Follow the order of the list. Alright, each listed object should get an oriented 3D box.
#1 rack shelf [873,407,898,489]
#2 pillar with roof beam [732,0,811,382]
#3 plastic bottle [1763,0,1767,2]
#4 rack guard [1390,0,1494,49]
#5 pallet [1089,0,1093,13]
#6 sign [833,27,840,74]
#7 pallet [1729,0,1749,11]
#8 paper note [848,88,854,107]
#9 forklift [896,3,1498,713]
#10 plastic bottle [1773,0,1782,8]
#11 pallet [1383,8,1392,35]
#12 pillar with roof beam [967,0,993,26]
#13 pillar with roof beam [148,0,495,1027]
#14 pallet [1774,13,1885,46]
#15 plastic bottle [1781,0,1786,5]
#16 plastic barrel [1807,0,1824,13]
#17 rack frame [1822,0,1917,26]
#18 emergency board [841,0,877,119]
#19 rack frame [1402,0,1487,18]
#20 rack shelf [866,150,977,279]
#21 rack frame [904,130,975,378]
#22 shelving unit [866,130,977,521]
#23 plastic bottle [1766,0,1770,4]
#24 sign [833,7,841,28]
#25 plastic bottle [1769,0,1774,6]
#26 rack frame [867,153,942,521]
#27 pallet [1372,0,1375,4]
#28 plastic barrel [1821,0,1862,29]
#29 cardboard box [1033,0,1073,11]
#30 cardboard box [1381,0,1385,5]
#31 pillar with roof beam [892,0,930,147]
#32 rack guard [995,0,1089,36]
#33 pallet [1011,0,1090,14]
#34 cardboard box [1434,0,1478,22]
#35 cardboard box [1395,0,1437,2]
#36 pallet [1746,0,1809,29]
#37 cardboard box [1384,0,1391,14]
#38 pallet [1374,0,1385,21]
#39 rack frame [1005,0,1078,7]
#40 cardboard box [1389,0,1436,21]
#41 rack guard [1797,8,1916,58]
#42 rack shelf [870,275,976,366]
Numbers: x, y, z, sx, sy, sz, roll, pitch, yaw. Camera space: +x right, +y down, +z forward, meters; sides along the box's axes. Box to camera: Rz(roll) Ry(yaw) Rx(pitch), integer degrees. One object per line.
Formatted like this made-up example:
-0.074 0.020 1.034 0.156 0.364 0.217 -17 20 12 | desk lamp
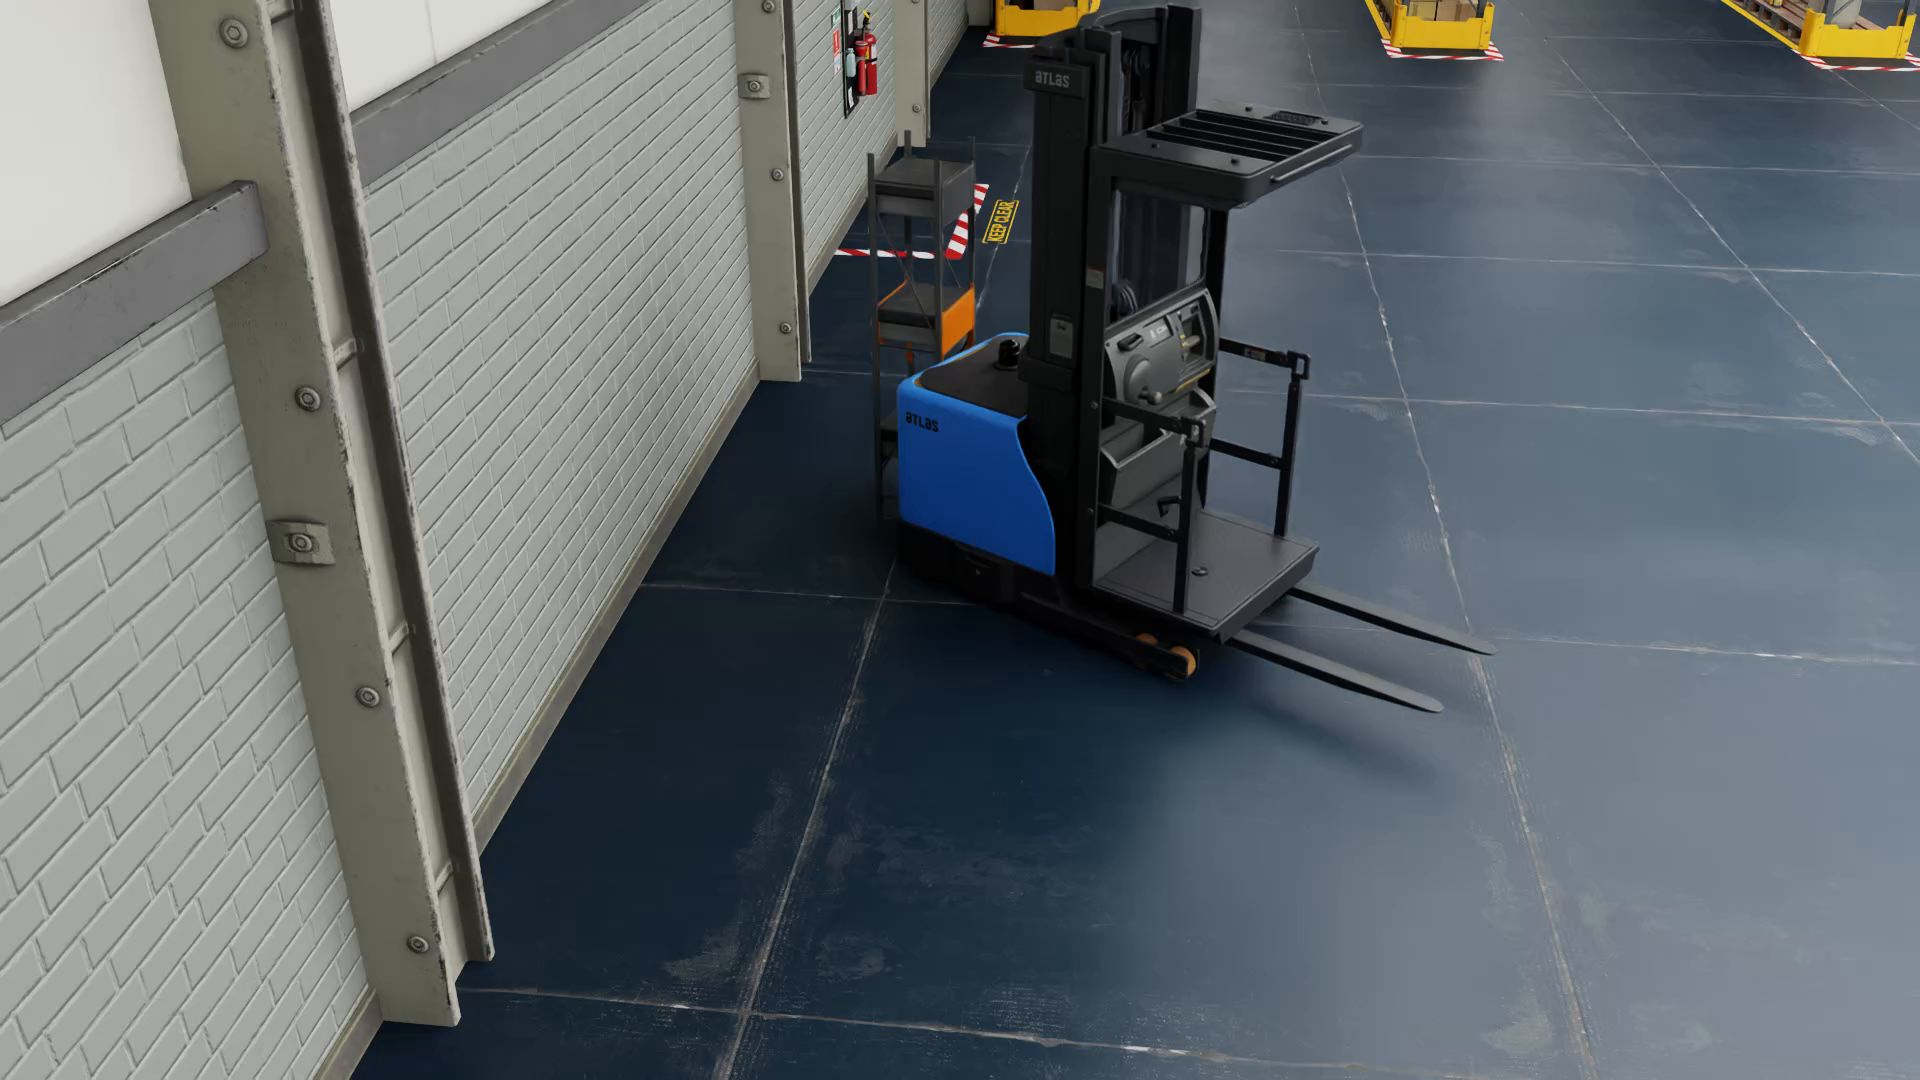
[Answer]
-0.198 -0.497 9.464 0.431 0.518 0.480 10 30 18 | rack shelf
3.060 -4.883 8.827 9.100 9.000 0.400 3 28 6 | pillar with roof beam
10.728 -7.252 21.957 0.152 0.276 0.135 3 28 5 | plastic bottle
5.945 -6.363 20.534 1.175 0.500 0.348 3 28 6 | rack guard
1.327 -7.522 22.990 1.003 0.211 1.213 3 28 6 | pallet
-0.988 -3.917 13.321 0.001 0.329 0.234 3 28 6 | sign
11.230 -7.527 22.999 1.003 0.211 1.213 3 28 6 | pallet
-0.908 -3.689 13.863 0.016 0.148 0.142 3 28 6 | paper note
1.134 -0.896 7.823 3.031 2.935 1.130 20 34 33 | forklift
10.653 -7.037 21.636 0.097 0.201 0.097 0 28 0 | plastic bottle
6.000 -6.610 21.297 1.003 0.211 1.213 3 28 6 | pallet
4.531 -10.532 19.311 9.100 9.000 0.400 3 28 6 | pillar with roof beam
2.325 -2.059 3.584 9.100 9.000 0.400 3 28 6 | pillar with roof beam
10.931 -6.378 20.867 1.003 0.211 1.213 3 28 6 | pallet
10.817 -7.184 21.823 0.061 0.283 0.133 3 28 6 | plastic bottle
10.929 -6.825 20.937 0.421 0.512 0.421 0 28 0 | plastic barrel
10.863 -7.186 19.425 1.000 3.000 0.127 3 28 6 | rack frame
-0.818 -4.156 13.801 0.194 1.169 0.643 3 28 6 | emergency board
5.948 -7.475 19.963 1.000 3.000 0.127 3 28 6 | rack frame
-0.198 -1.730 8.800 0.431 0.518 0.480 10 30 18 | rack shelf
-0.110 -1.234 9.326 0.400 2.100 0.015 10 30 18 | rack frame
-0.198 -1.126 9.126 0.431 2.100 0.503 10 30 18 | shelving unit
10.711 -7.187 21.836 0.152 0.276 0.135 4 29 7 | plastic bottle
-0.978 -4.152 13.198 0.001 0.109 0.331 3 28 6 | sign
10.649 -7.129 21.721 0.061 0.283 0.133 4 29 7 | plastic bottle
-0.286 -1.018 8.925 0.400 2.100 0.015 10 30 18 | rack frame
6.299 -7.759 23.429 1.003 0.211 1.213 3 28 6 | pallet
10.868 -6.589 20.499 0.421 0.512 0.421 0 28 0 | plastic barrel
1.205 -7.092 21.622 0.500 0.311 0.500 0 28 0 | cardboard box
5.829 -7.191 21.891 0.500 0.250 0.500 3 28 6 | cardboard box
3.795 -7.708 14.069 9.100 9.000 0.400 3 28 6 | pillar with roof beam
1.040 -6.697 21.153 1.175 0.500 0.348 3 28 6 | rack guard
1.175 -6.950 21.927 1.003 0.211 1.213 3 28 6 | pallet
6.234 -6.689 20.960 0.500 0.250 0.500 3 28 6 | cardboard box
5.718 -7.049 20.838 0.500 0.500 0.500 3 28 6 | cardboard box
11.083 -6.951 21.930 1.003 0.211 1.213 3 28 6 | pallet
5.769 -6.955 21.454 0.500 0.250 0.500 3 28 6 | cardboard box
6.152 -7.183 22.360 1.003 0.211 1.213 3 28 6 | pallet
1.031 -7.761 20.494 1.000 3.000 0.127 3 28 6 | rack frame
5.720 -6.719 21.016 0.500 0.250 0.500 3 28 6 | cardboard box
10.826 -6.124 20.089 1.175 0.500 0.348 3 28 6 | rack guard
-0.198 -1.114 9.132 0.431 0.518 0.480 10 30 18 | rack shelf
